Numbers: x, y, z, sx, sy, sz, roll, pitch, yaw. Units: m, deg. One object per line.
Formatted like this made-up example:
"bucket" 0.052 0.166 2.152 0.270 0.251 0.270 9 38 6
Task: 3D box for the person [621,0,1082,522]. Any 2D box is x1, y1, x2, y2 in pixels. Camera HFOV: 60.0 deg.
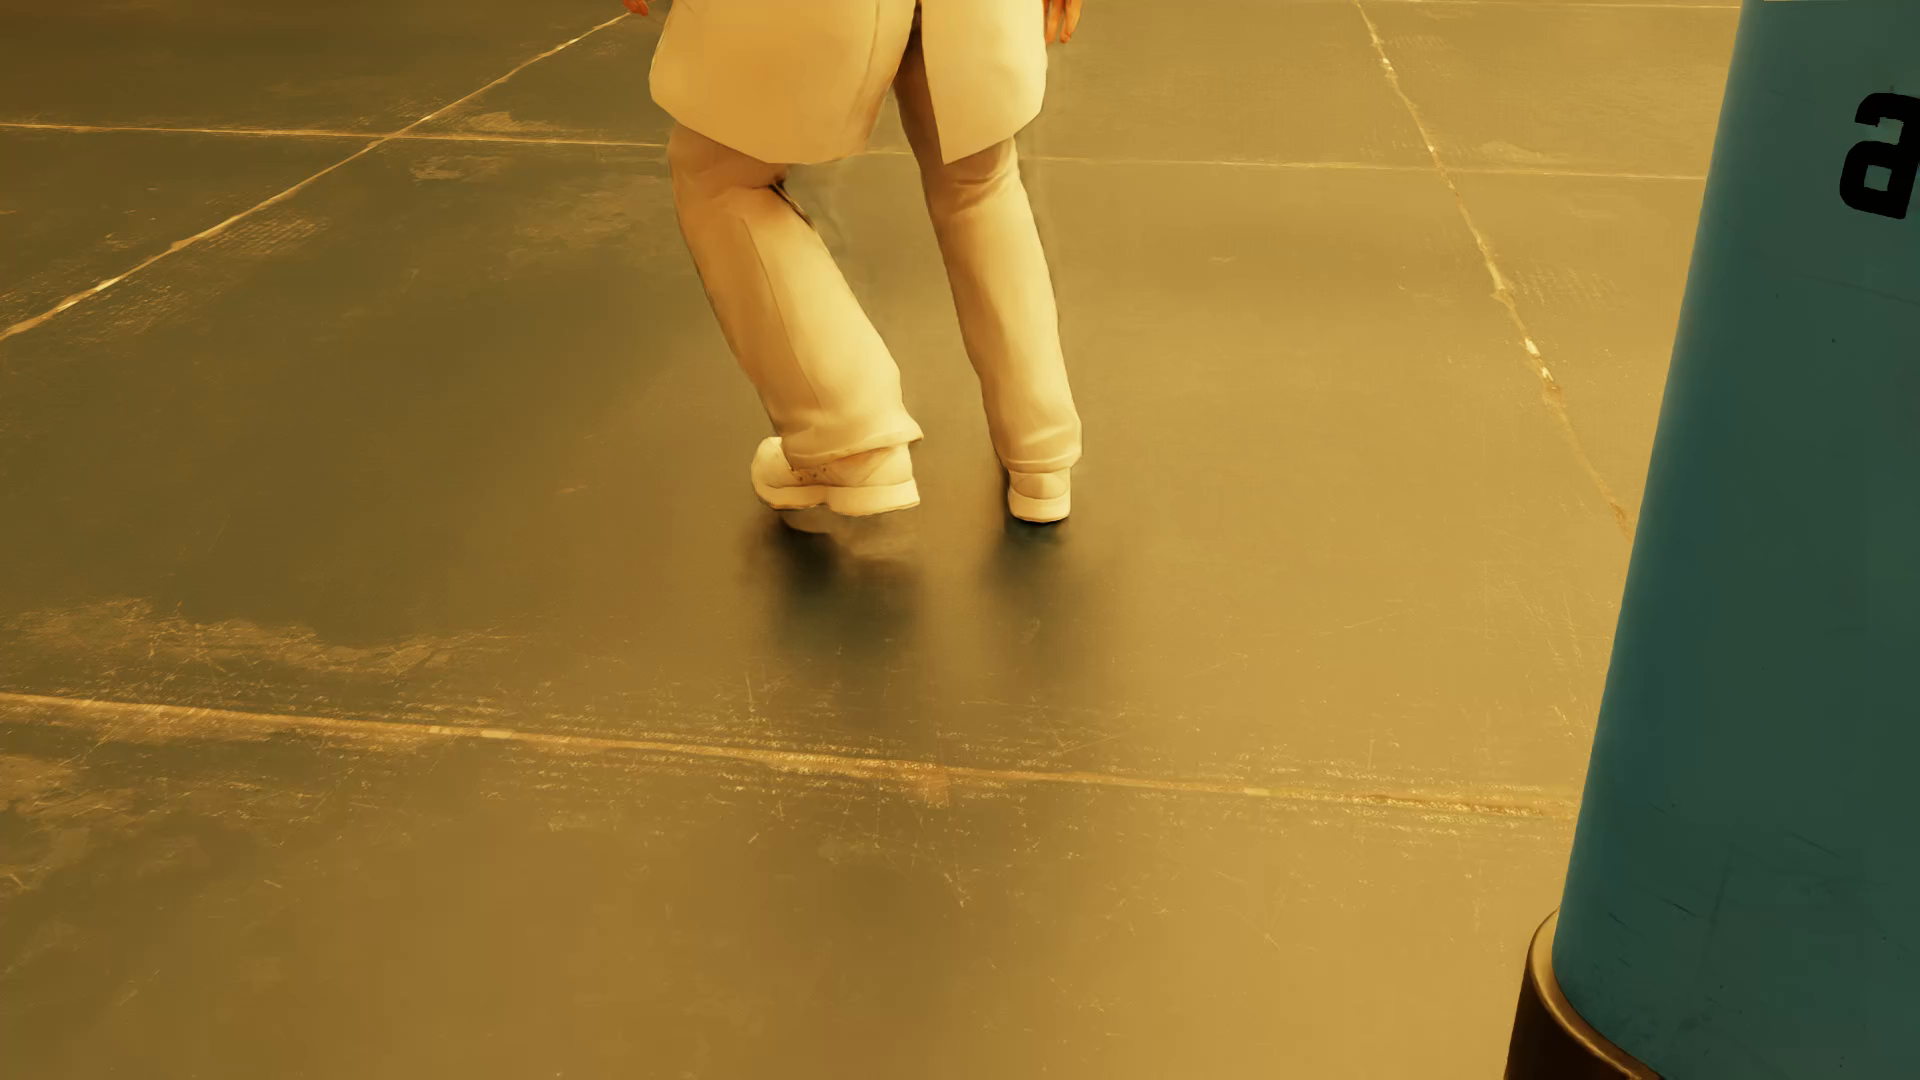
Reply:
"person" -0.080 -0.815 2.220 0.777 1.708 0.464 -14 30 -26
